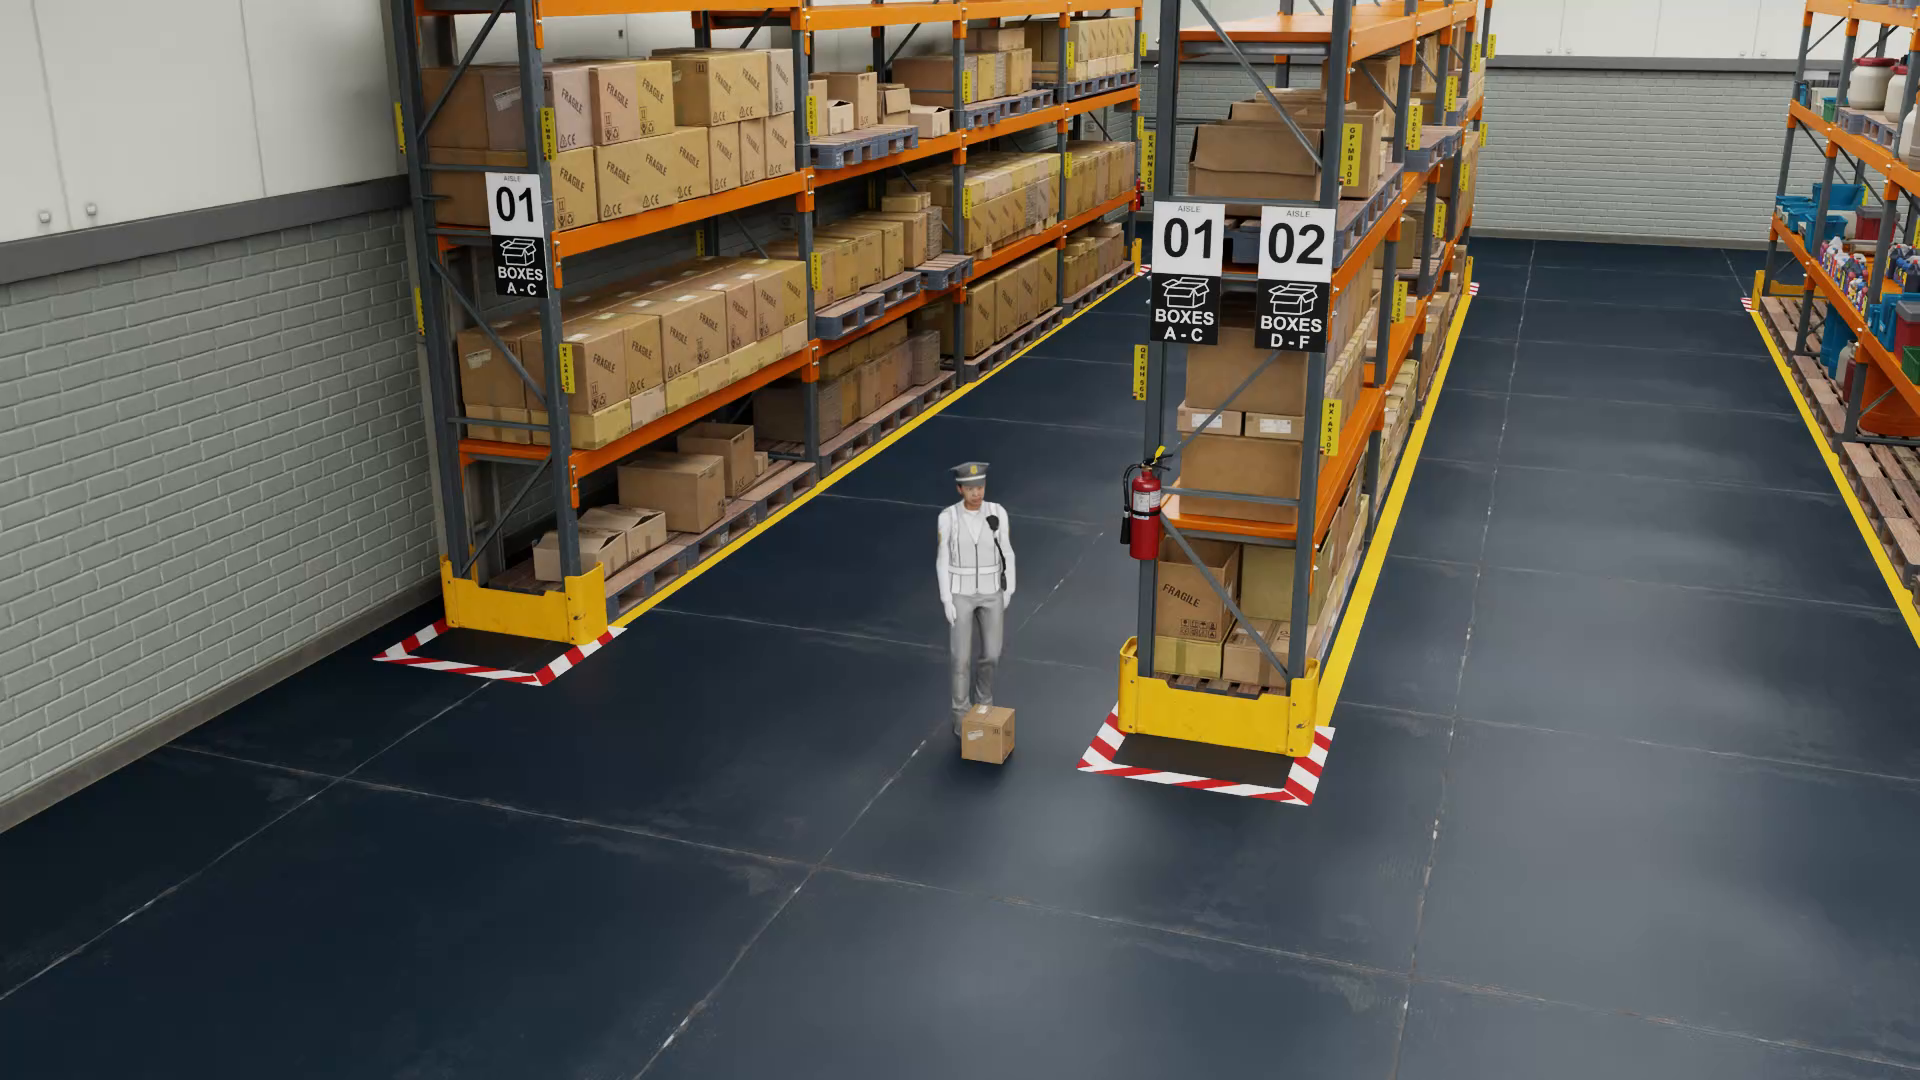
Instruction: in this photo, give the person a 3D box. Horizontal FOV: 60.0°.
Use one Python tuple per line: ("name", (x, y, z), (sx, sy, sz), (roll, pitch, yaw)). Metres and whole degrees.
("person", (0.103, 0.381, 10.068), (0.481, 1.761, 0.484), (-3, 19, -8))
